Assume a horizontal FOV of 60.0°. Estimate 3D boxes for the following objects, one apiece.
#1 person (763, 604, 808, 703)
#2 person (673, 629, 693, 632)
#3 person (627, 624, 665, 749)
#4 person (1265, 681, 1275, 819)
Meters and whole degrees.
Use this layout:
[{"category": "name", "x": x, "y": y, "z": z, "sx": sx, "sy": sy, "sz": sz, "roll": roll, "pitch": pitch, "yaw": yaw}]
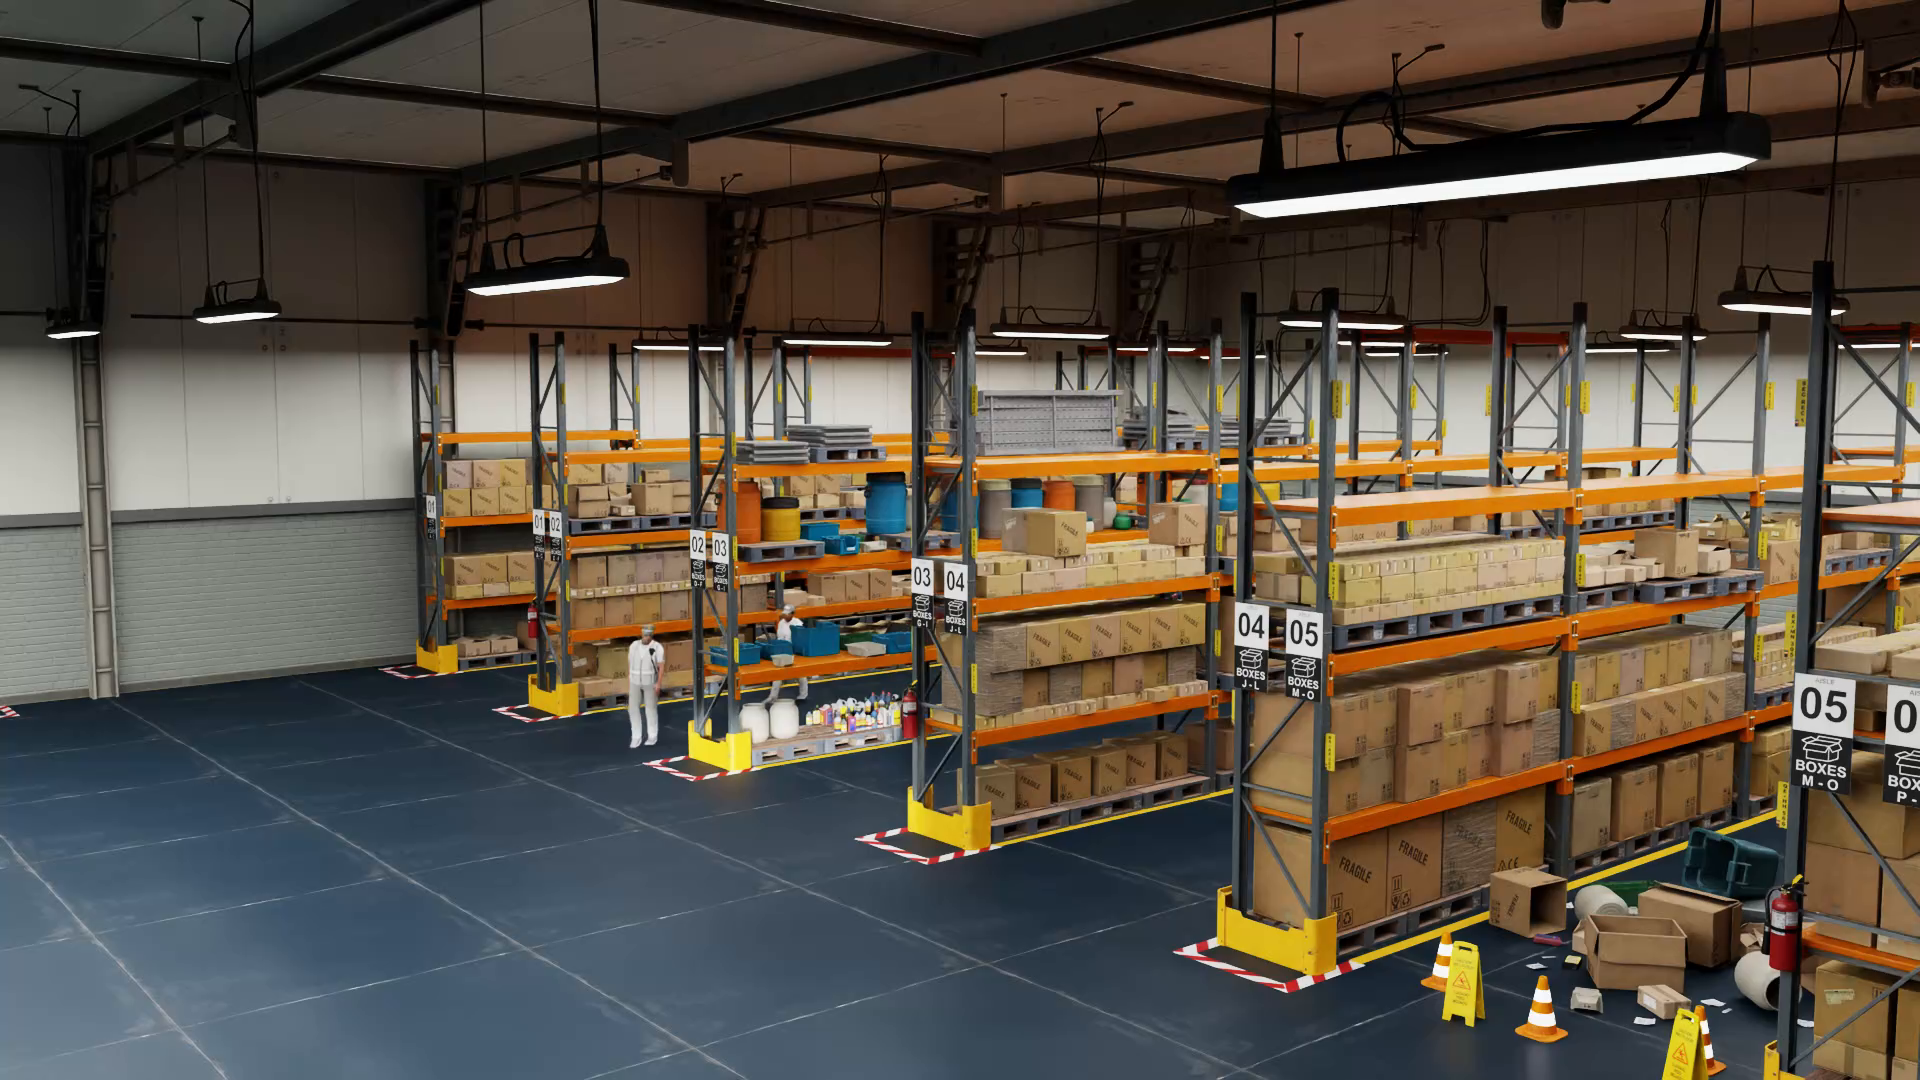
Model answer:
[{"category": "person", "x": -2.799, "y": 1.842, "z": 27.009, "sx": 0.521, "sy": 1.604, "sz": 1.013, "roll": 2, "pitch": 6, "yaw": 16}, {"category": "person", "x": -5.156, "y": 1.439, "z": 31.453, "sx": 0.554, "sy": 1.588, "sz": 0.997, "roll": 4, "pitch": 6, "yaw": 35}, {"category": "person", "x": -4.530, "y": 2.131, "z": 23.876, "sx": 0.564, "sy": 1.844, "sz": 0.489, "roll": 0, "pitch": 5, "yaw": 3}, {"category": "person", "x": 3.850, "y": 2.506, "z": 19.958, "sx": 0.600, "sy": 1.652, "sz": 0.503, "roll": -2, "pitch": 6, "yaw": -23}]
